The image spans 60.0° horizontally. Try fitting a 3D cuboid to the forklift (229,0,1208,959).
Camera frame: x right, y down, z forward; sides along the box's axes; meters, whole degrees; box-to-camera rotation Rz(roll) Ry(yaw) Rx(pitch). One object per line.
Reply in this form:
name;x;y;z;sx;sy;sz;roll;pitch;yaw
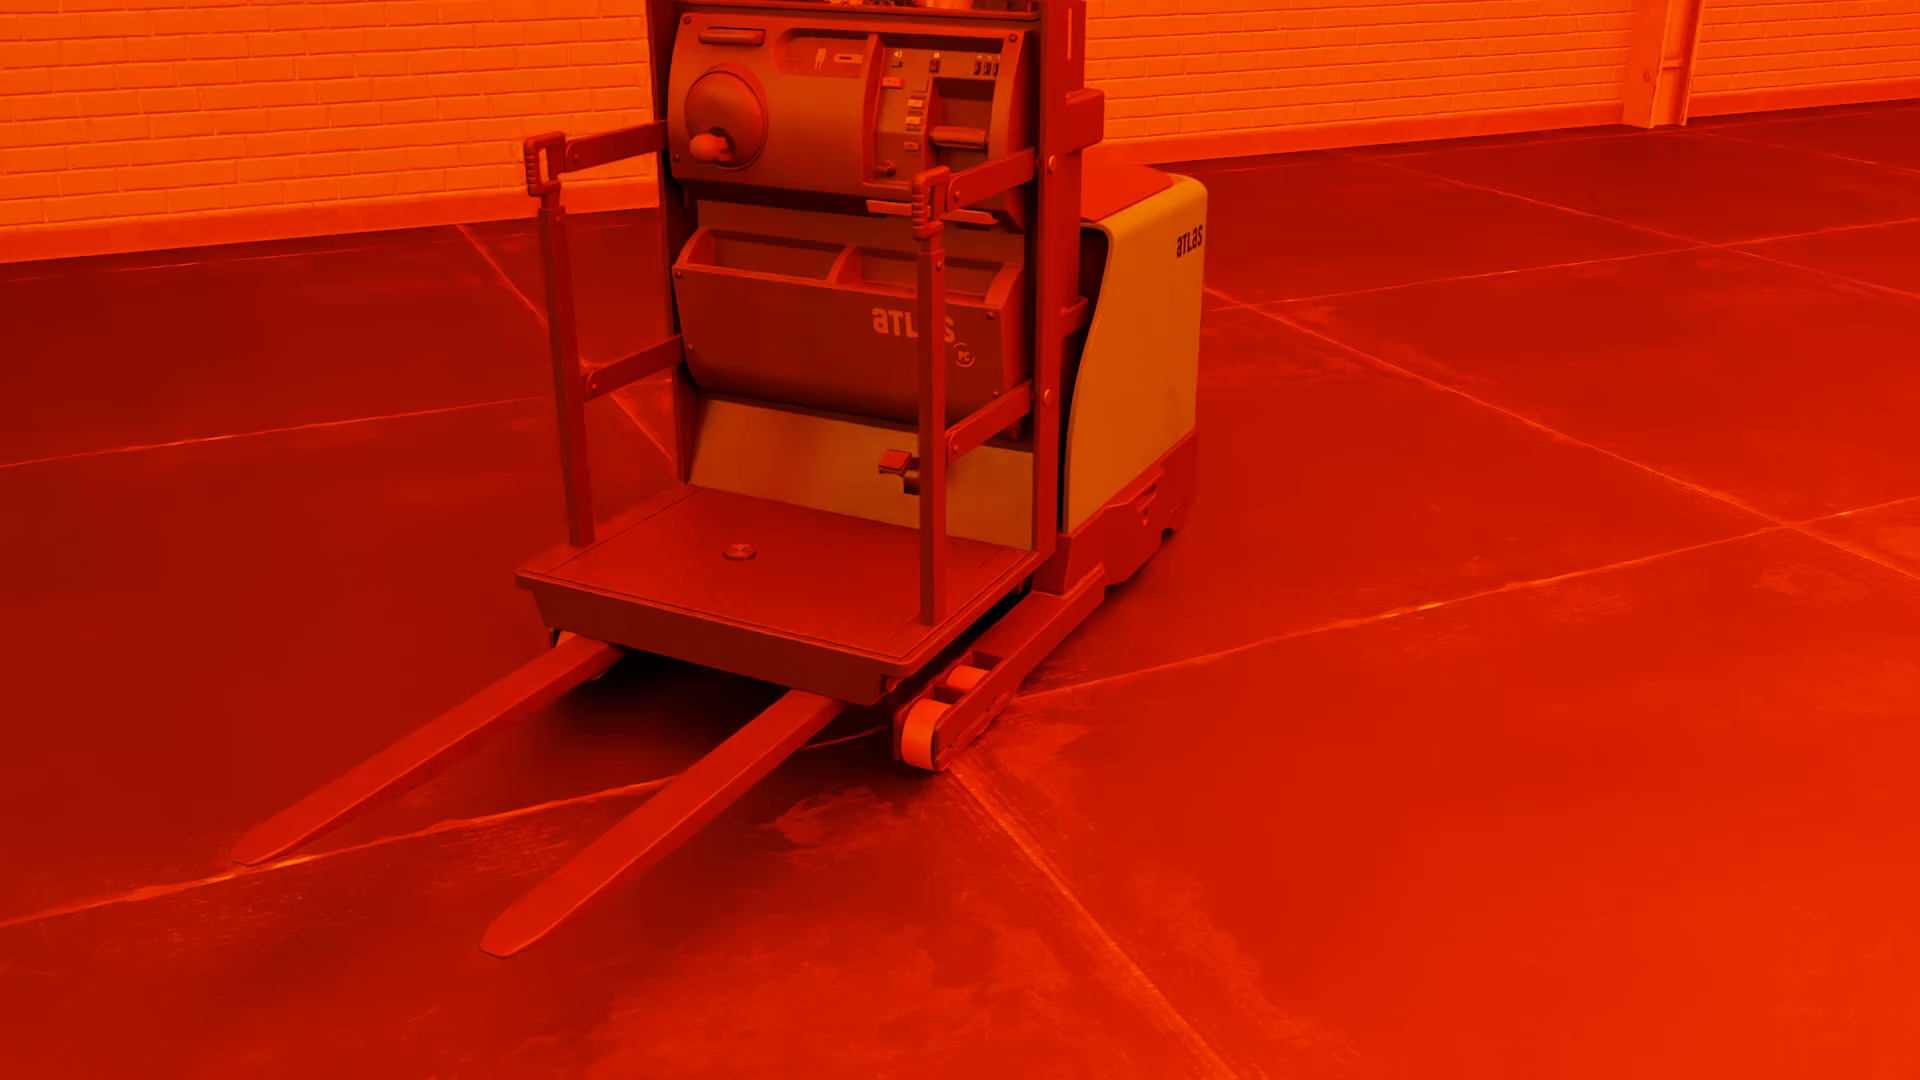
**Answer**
forklift;-0.380;-1.015;3.728;1.130;2.935;3.031;11;25;25
